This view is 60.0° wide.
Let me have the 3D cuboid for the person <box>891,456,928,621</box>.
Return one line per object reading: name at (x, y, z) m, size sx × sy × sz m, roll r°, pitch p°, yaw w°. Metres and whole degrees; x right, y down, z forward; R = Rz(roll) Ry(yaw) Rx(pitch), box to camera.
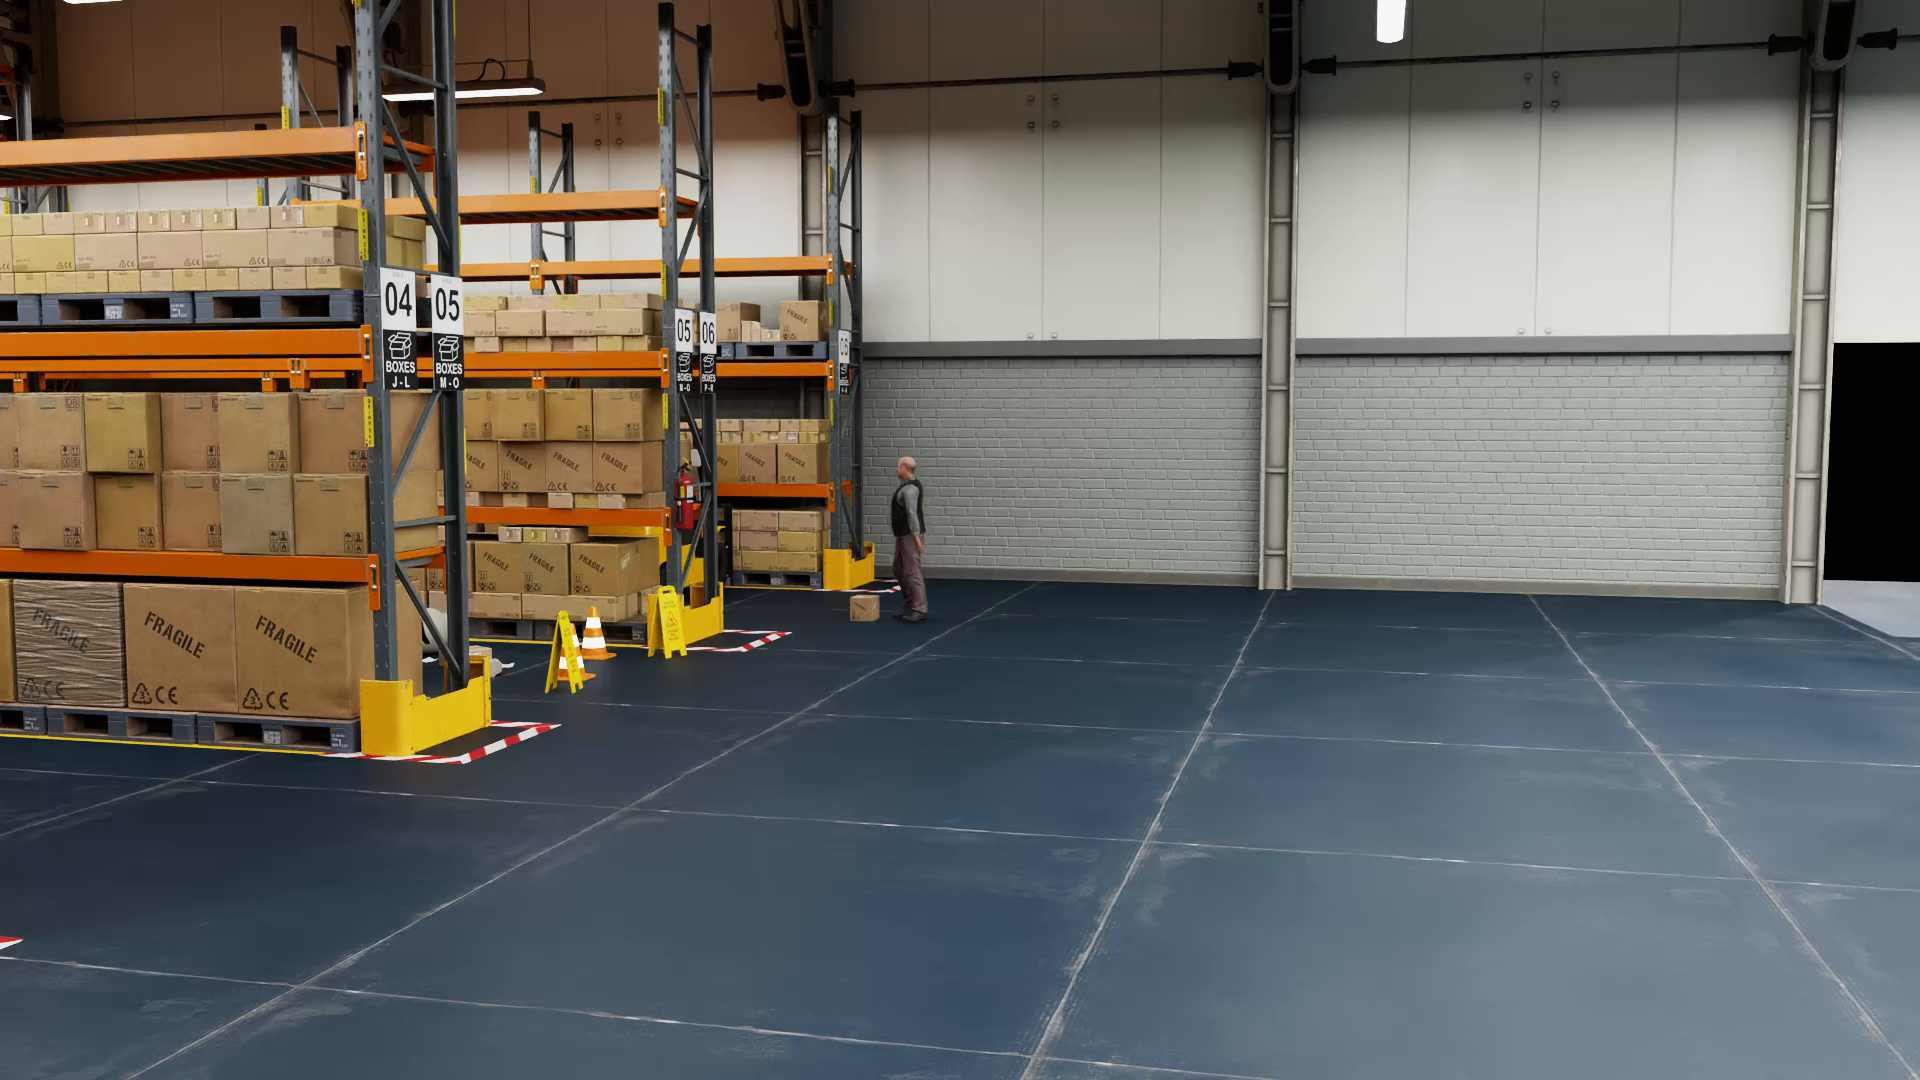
person at (-0.539, -0.012, 17.624) m, size 0.380 × 1.751 × 0.638 m, roll 0°, pitch 5°, yaw -3°
